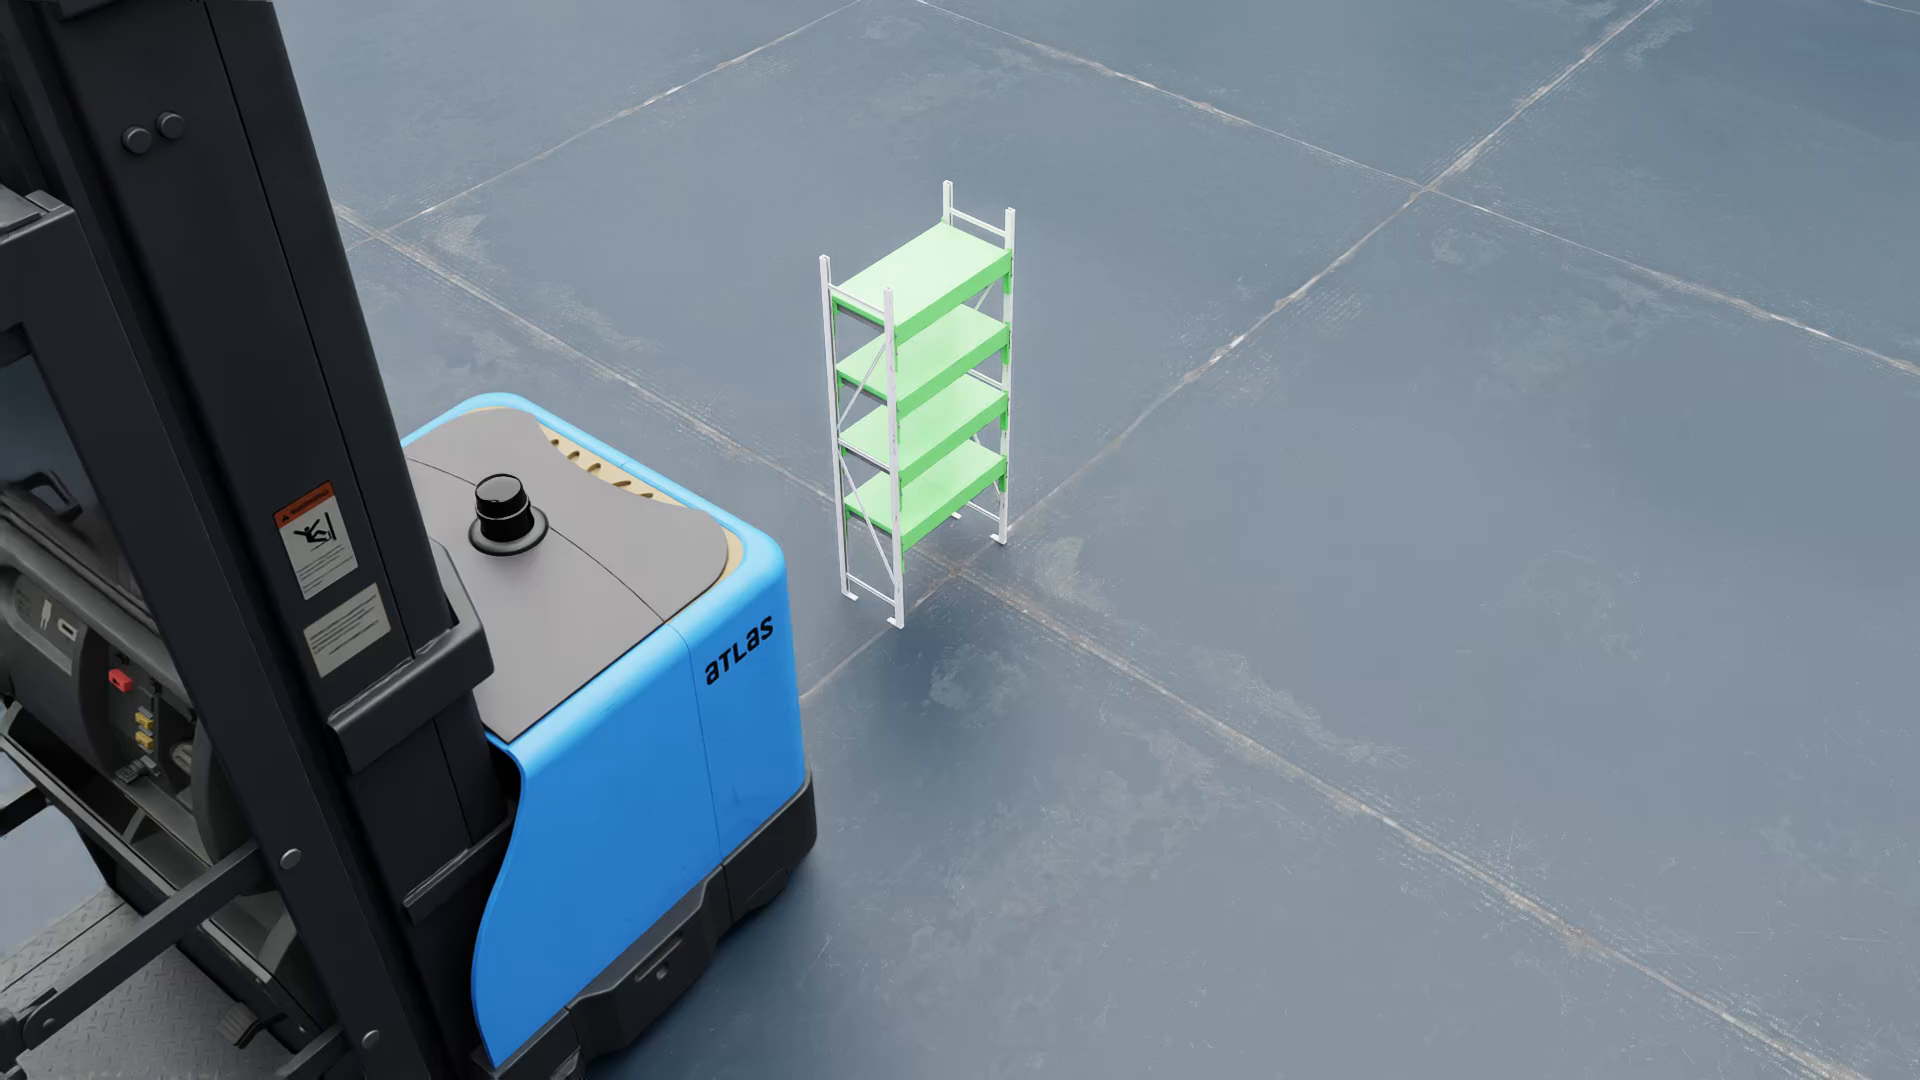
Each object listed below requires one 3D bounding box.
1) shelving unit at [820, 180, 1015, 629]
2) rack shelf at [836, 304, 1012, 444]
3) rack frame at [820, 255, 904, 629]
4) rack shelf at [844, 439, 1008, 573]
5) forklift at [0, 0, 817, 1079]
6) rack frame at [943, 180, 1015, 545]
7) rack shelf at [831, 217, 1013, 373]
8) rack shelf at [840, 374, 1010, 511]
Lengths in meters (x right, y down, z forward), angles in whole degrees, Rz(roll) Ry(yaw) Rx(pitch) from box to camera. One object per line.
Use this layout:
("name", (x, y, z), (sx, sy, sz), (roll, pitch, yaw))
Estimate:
("shelving unit", (-0.107, -0.359, 4.753), (0.258, 1.200, 0.503), (29, 50, 28))
("rack shelf", (-0.107, -0.489, 4.634), (0.258, 0.148, 0.480), (29, 50, 28))
("rack frame", (-0.264, -0.233, 4.614), (0.240, 1.200, 0.015), (29, 50, 28))
("rack shelf", (-0.107, -0.134, 4.957), (0.258, 0.148, 0.480), (29, 50, 28))
("forklift", (-1.672, 0.303, 2.738), (1.130, 2.935, 3.031), (28, 49, 27))
("rack frame", (0.050, -0.484, 4.891), (0.240, 1.200, 0.015), (29, 50, 28))
("rack shelf", (-0.107, -0.667, 4.473), (0.258, 0.148, 0.480), (29, 50, 28))
("rack shelf", (-0.107, -0.311, 4.796), (0.258, 0.148, 0.480), (29, 50, 28))
